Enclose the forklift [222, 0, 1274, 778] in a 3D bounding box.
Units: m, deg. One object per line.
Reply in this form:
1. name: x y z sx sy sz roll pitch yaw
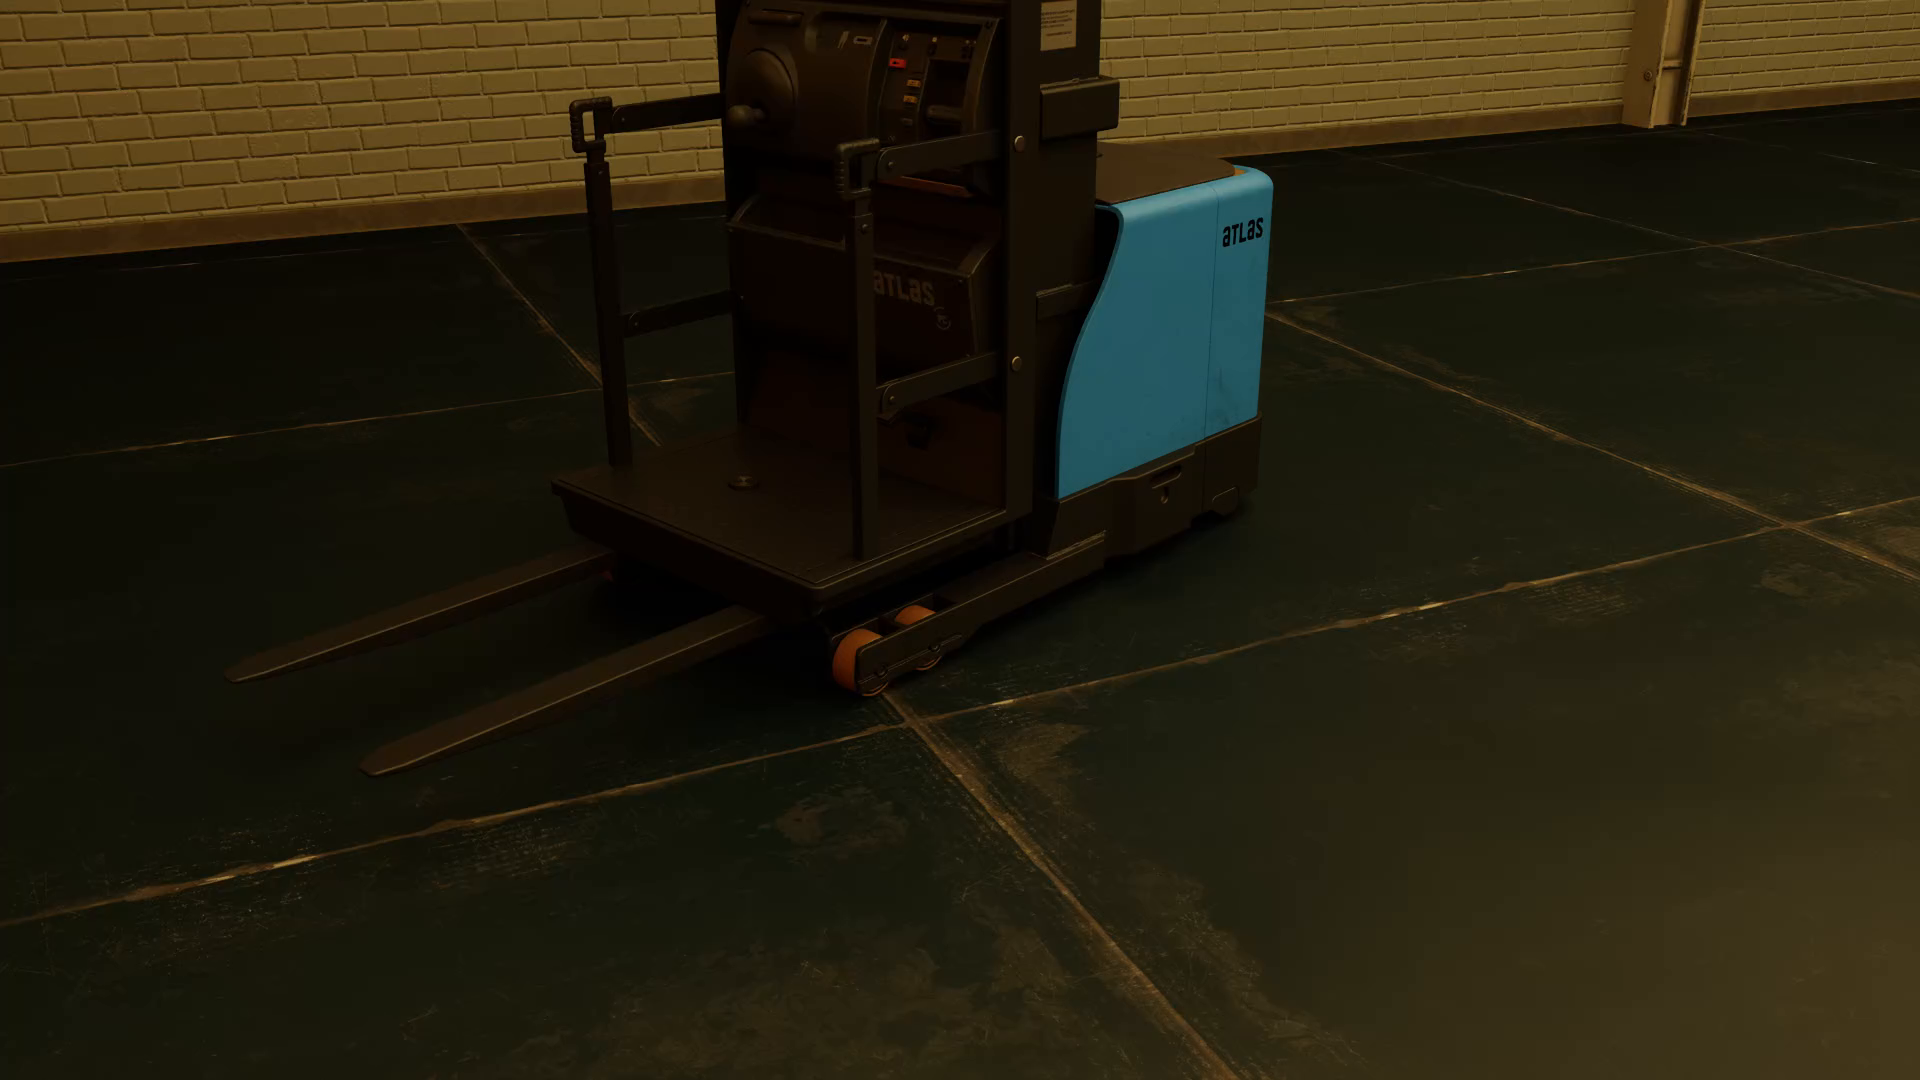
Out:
1. forklift: -0.413 -1.182 4.131 1.130 2.935 3.031 19 29 39
